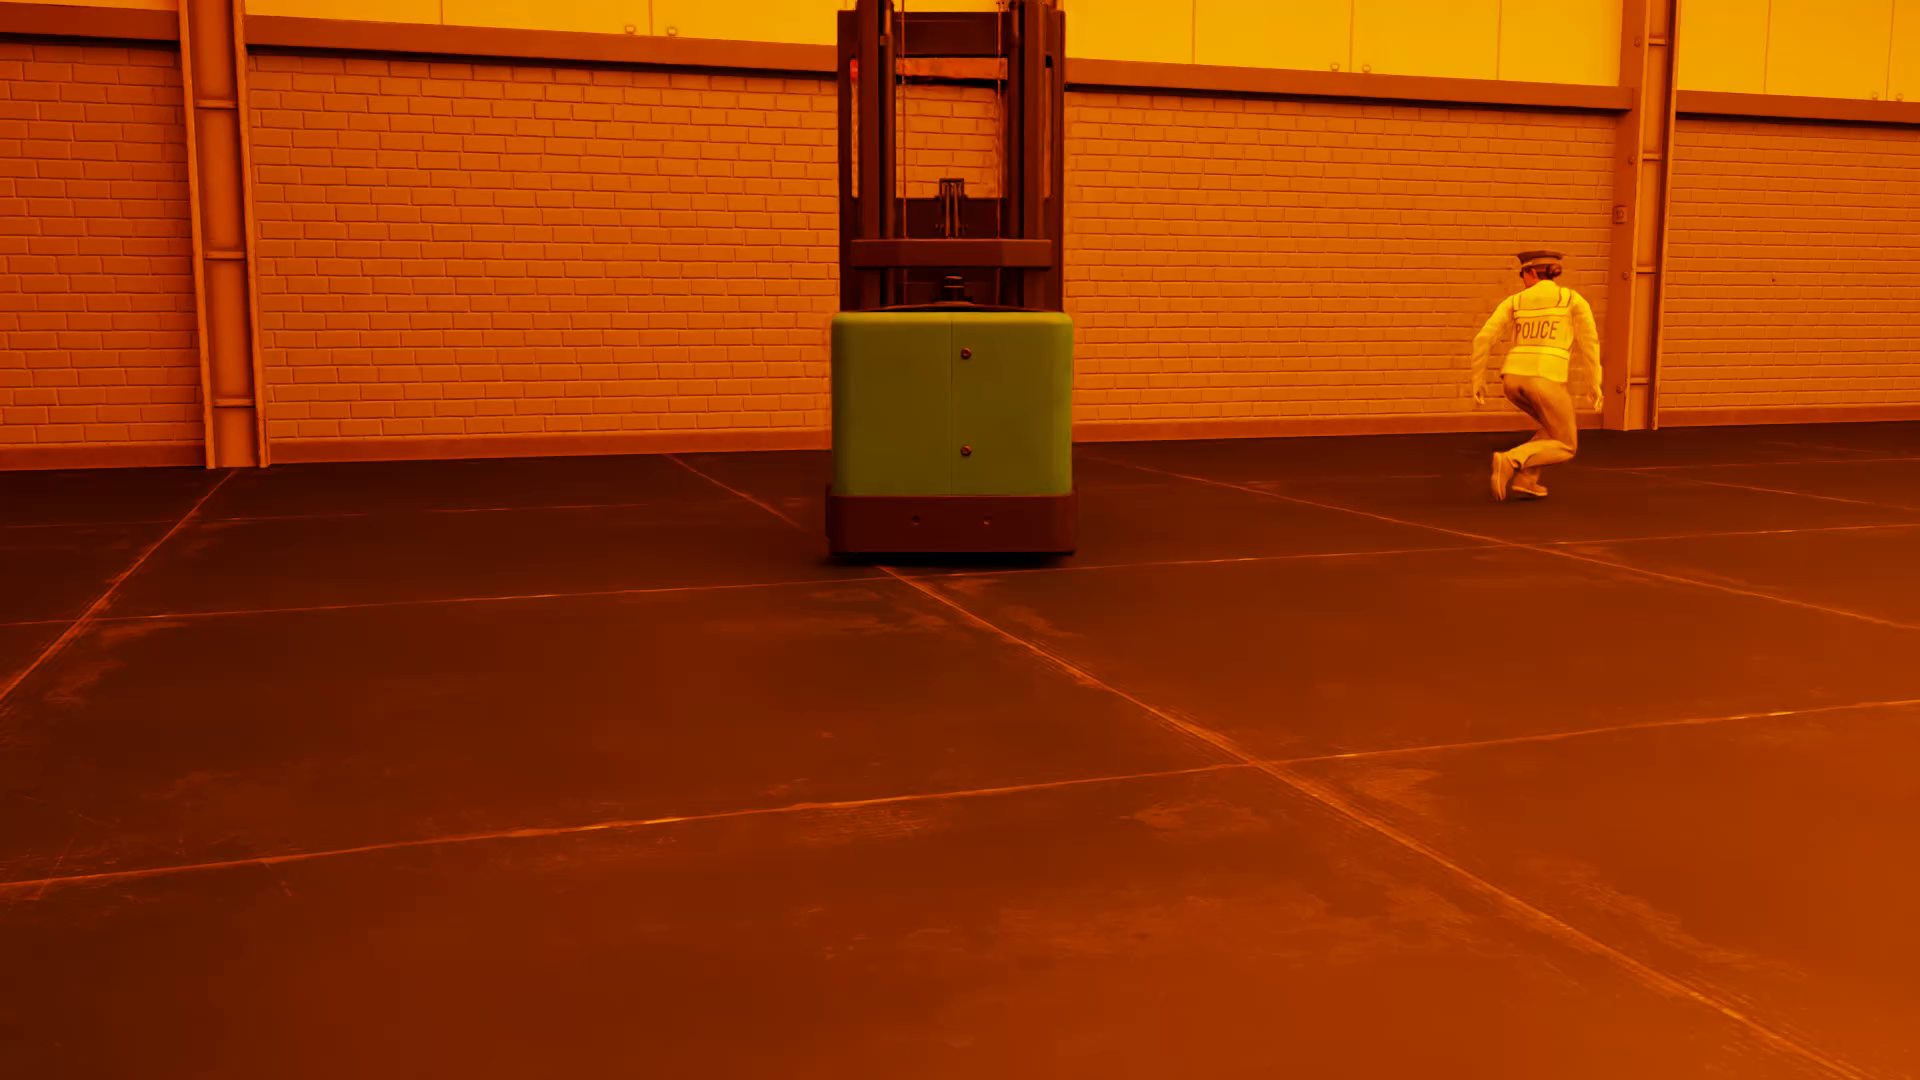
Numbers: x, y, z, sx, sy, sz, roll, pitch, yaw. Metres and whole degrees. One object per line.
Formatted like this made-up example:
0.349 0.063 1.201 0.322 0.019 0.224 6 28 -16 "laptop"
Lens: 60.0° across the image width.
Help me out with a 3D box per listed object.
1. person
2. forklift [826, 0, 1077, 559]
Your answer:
3.228 -0.945 9.483 0.682 1.424 0.635 -6 10 -37 "person"
-0.045 -1.533 8.317 1.130 2.935 3.031 0 8 0 "forklift"
